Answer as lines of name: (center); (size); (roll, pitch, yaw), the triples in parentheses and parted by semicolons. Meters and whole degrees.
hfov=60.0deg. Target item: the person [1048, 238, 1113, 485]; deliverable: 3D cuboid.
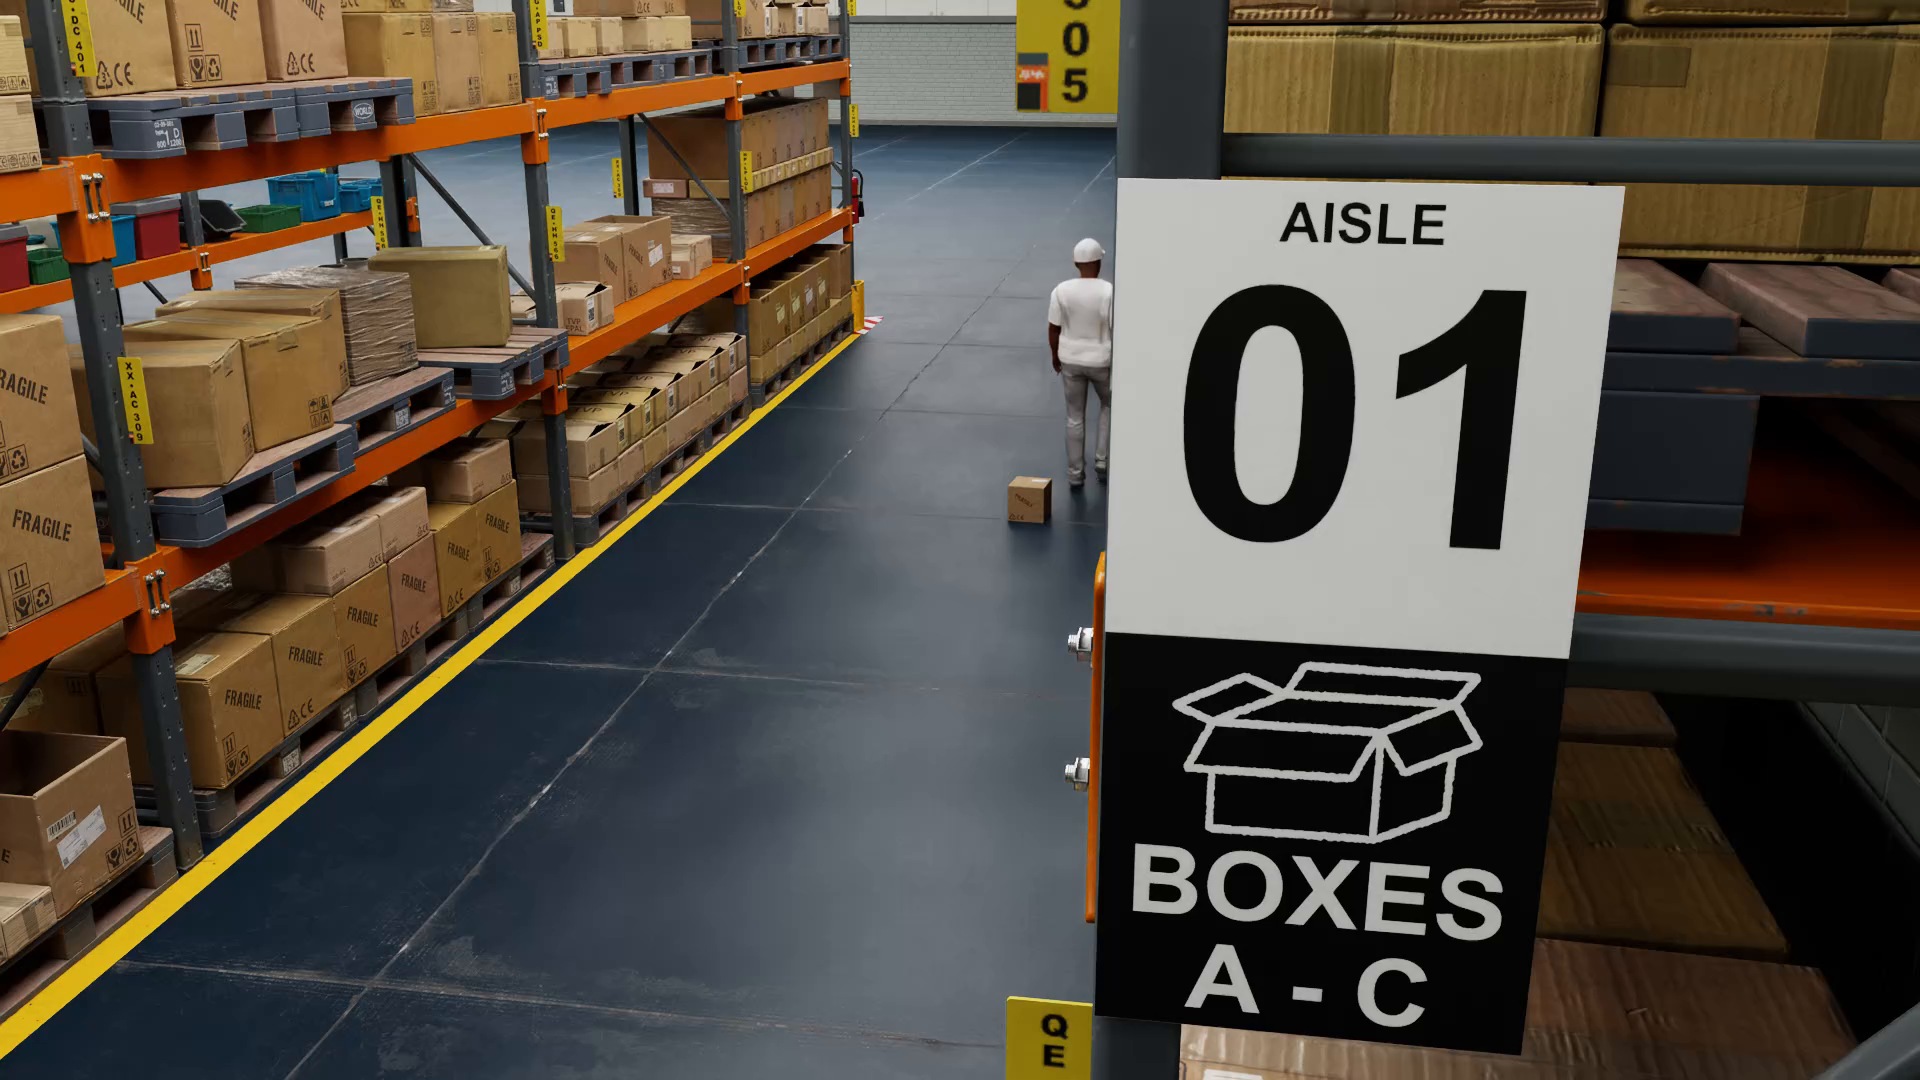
person: (0.922, -1.263, 11.941); (0.584, 1.808, 0.482); (4, 18, 11)
